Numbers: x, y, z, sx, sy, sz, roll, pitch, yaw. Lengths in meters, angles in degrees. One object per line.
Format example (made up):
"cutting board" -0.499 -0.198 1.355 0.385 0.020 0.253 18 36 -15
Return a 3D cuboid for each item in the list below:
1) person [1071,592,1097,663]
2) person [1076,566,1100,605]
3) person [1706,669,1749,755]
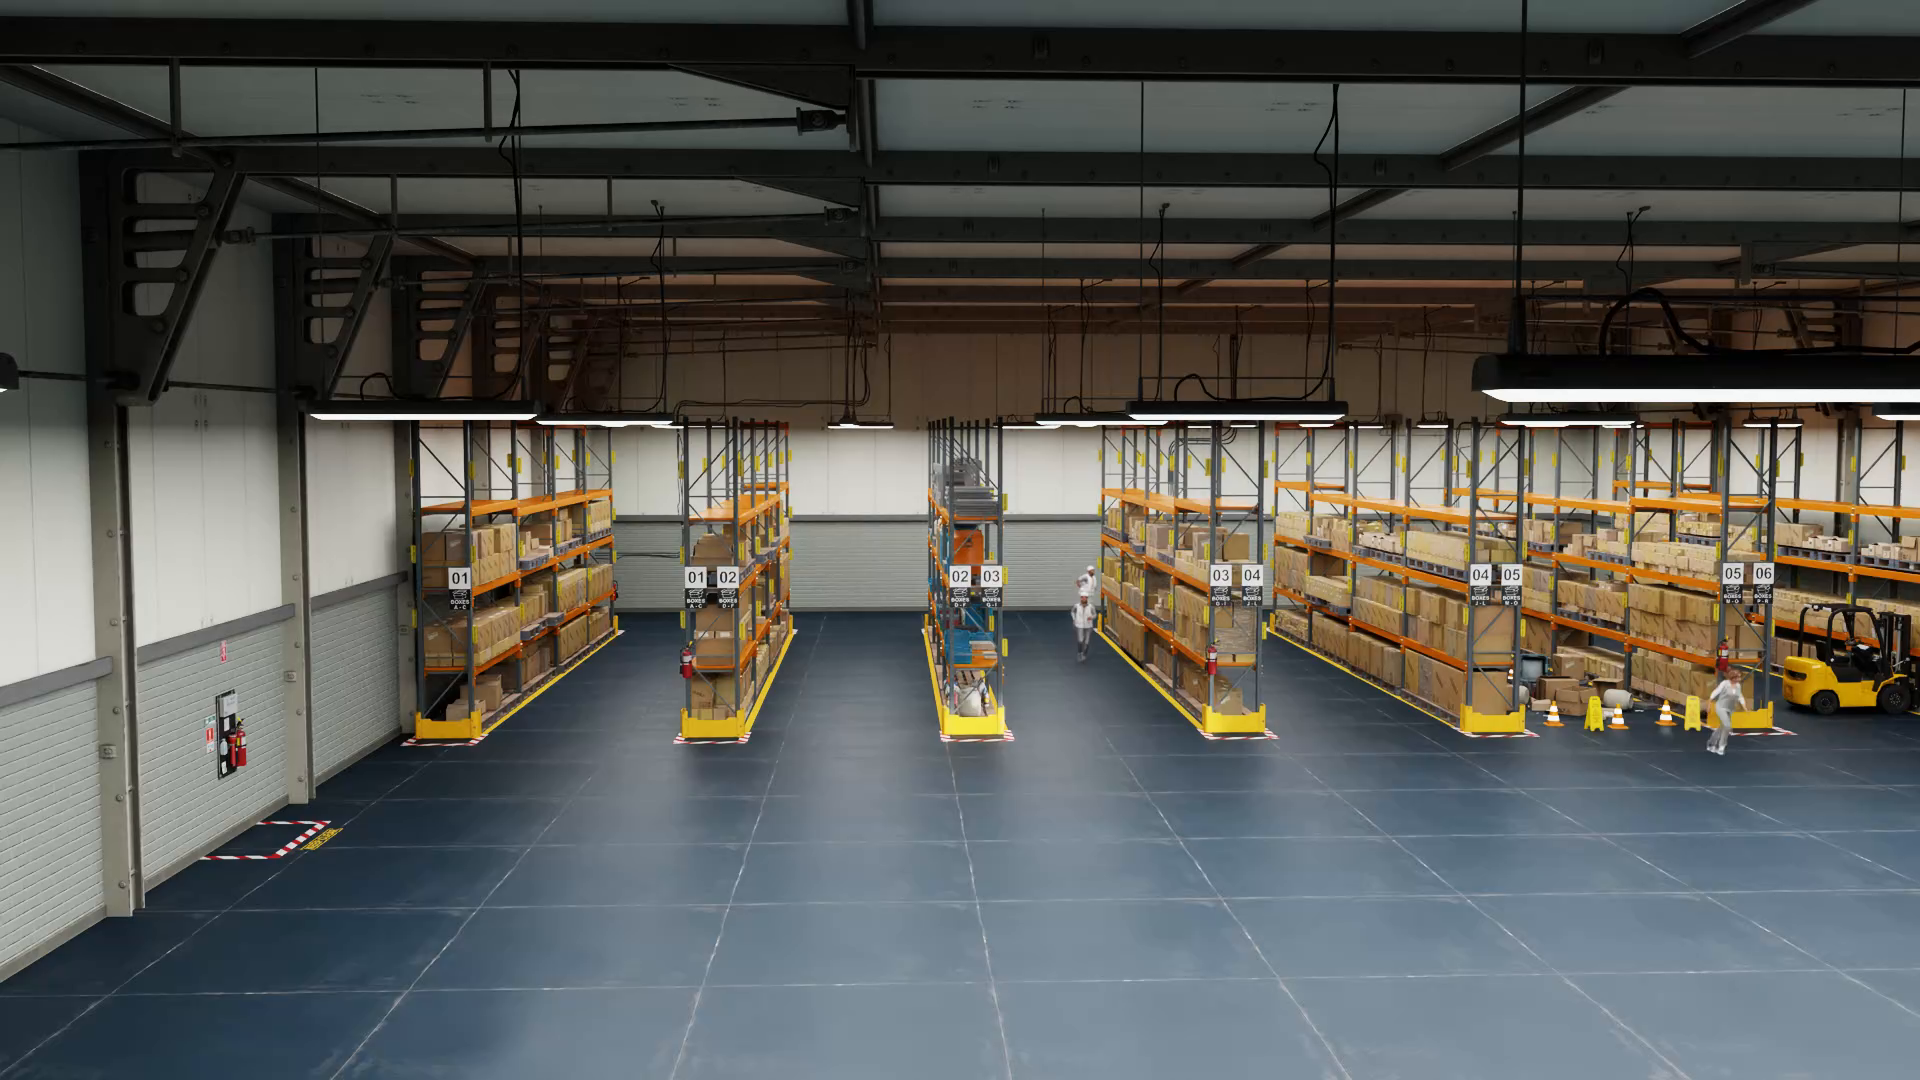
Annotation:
"person" 3.077 2.157 41.125 0.624 1.759 0.692 0 4 -1
"person" 3.813 1.648 49.235 0.641 1.756 0.741 3 5 35
"person" 13.540 3.023 29.375 0.503 1.535 0.735 -1 4 -20
